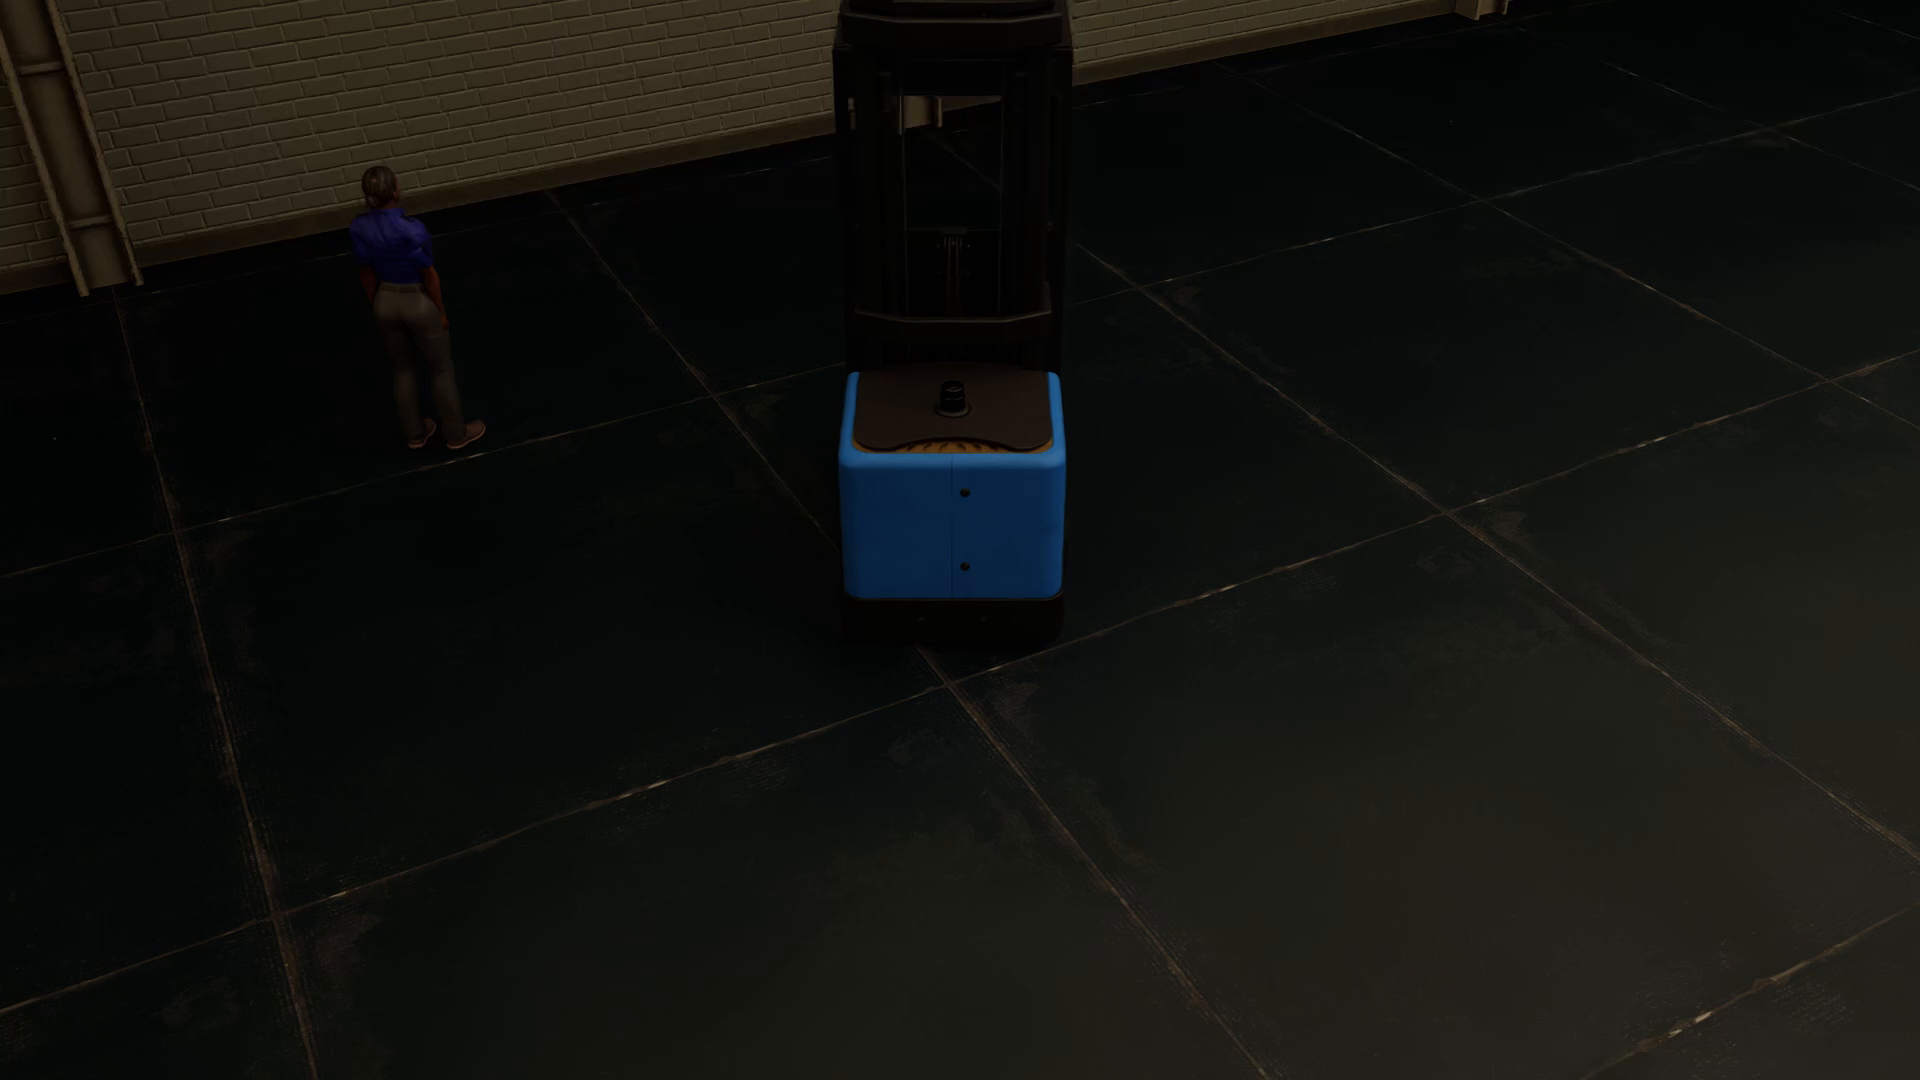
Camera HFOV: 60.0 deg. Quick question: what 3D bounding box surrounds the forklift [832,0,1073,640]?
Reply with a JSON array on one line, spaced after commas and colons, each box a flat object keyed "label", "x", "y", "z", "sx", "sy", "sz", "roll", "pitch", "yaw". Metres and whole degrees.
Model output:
[{"label": "forklift", "x": -0.033, "y": -1.537, "z": 8.298, "sx": 1.130, "sy": 2.935, "sz": 3.031, "roll": 0, "pitch": 35, "yaw": 0}]

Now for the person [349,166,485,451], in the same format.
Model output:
[{"label": "person", "x": -2.959, "y": -1.247, "z": 8.994, "sx": 0.453, "sy": 1.660, "sz": 0.340, "roll": 5, "pitch": 36, "yaw": 7}]
